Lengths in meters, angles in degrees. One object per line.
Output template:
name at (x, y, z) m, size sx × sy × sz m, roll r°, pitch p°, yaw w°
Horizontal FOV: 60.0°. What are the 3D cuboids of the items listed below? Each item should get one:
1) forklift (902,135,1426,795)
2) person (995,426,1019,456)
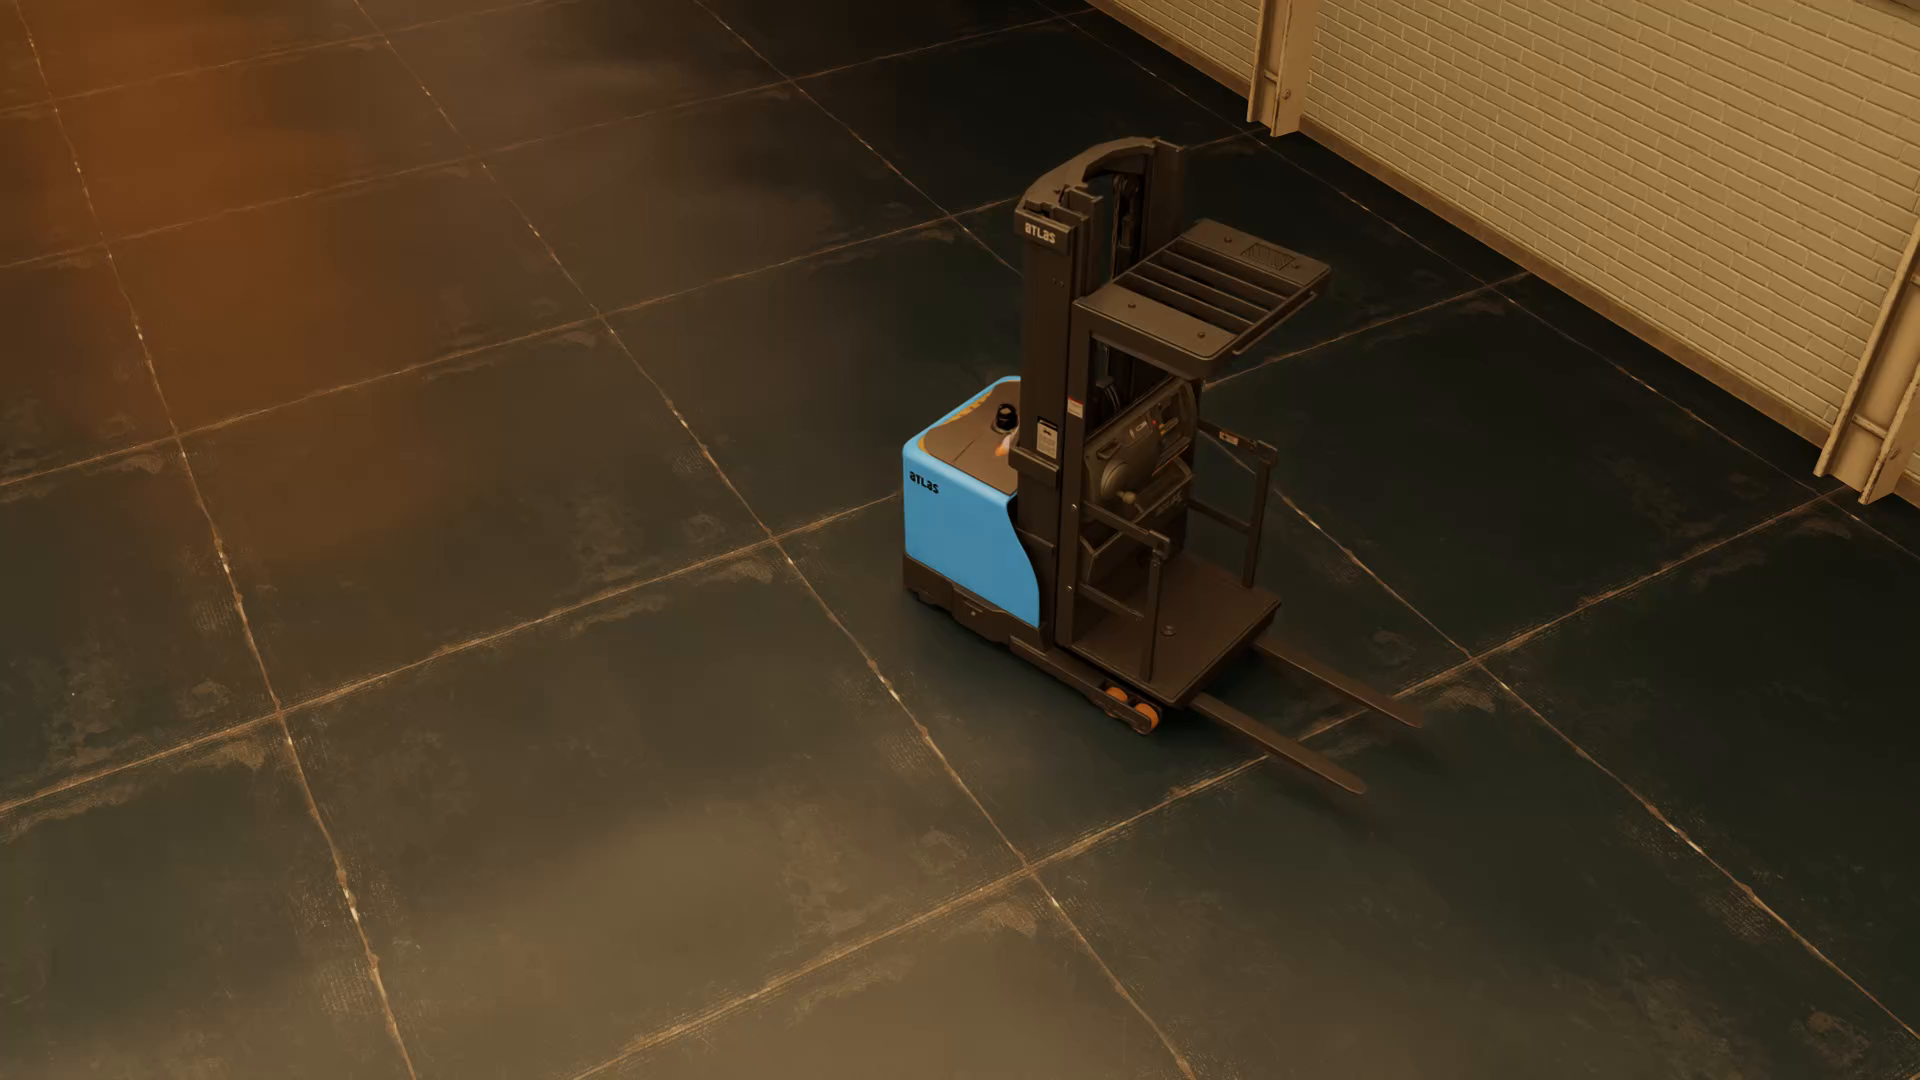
forklift at (1.109, -0.456, 8.586) m, size 3.031 × 2.935 × 1.130 m, roll 29°, pitch 48°, yaw 30°
person at (0.578, -0.105, 9.196) m, size 0.816 × 1.510 × 0.837 m, roll -3°, pitch 40°, yaw -4°
